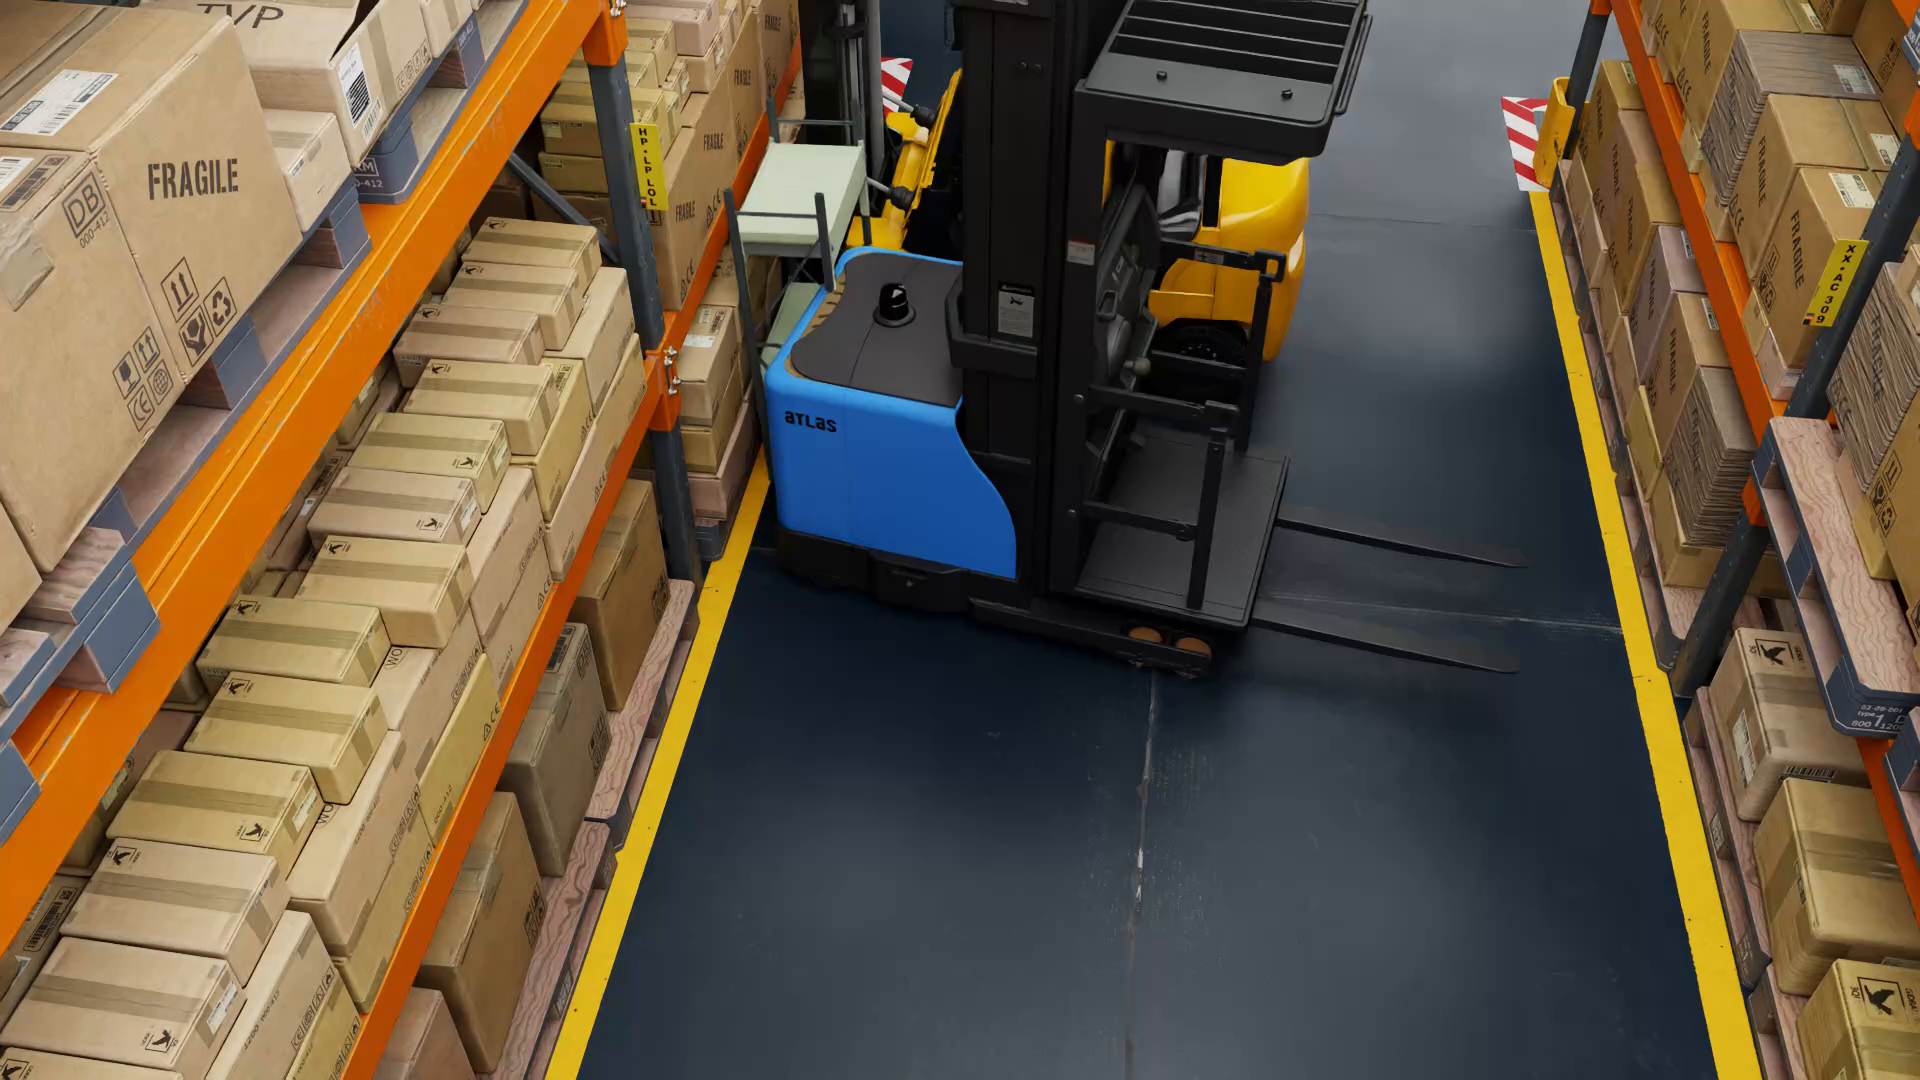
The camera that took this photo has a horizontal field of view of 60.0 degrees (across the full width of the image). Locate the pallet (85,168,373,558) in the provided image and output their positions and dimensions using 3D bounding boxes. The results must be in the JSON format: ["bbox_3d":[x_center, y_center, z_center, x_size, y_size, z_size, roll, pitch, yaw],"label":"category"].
[{"bbox_3d":[-1.972,-0.435,3.484,1.003,0.211,1.213,7,44,7],"label":"pallet"}]

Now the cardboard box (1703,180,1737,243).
[{"bbox_3d":[3.203,-1.307,6.632,0.380,0.149,0.250,5,44,5],"label":"cardboard box"}]

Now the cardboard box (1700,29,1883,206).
[{"bbox_3d":[3.269,-1.634,6.505,0.500,0.500,0.500,6,44,7],"label":"cardboard box"}]

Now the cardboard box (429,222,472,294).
[{"bbox_3d":[-1.848,-0.959,5.537,0.380,0.149,0.250,4,44,5],"label":"cardboard box"}]

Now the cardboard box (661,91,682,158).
[{"bbox_3d":[-1.254,-1.549,6.160,0.380,0.149,0.250,6,44,6],"label":"cardboard box"}]

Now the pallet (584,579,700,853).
[{"bbox_3d":[-1.648,0.611,6.451,1.003,0.211,1.213,5,44,6],"label":"pallet"}]

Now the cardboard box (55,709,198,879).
[{"bbox_3d":[-2.199,0.670,4.106,0.500,0.250,0.500,5,44,5],"label":"cardboard box"}]

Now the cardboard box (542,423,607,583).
[{"bbox_3d":[-1.458,-0.143,5.328,0.500,0.250,0.500,5,44,5],"label":"cardboard box"}]

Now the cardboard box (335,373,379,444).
[{"bbox_3d":[-1.983,-0.435,4.983,0.380,0.149,0.250,5,44,5],"label":"cardboard box"}]

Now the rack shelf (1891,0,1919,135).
[{"bbox_3d":[3.596,-2.650,6.209,1.077,0.370,4.000,5,44,6],"label":"rack shelf"}]

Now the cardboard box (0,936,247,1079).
[{"bbox_3d":[-1.741,0.997,3.471,0.380,0.149,0.250,6,44,7],"label":"cardboard box"}]

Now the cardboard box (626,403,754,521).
[{"bbox_3d":[-1.197,-0.361,7.144,0.500,0.250,0.500,6,44,6],"label":"cardboard box"}]

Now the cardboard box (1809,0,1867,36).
[{"bbox_3d":[3.766,-2.296,6.477,0.700,0.500,0.500,5,44,5],"label":"cardboard box"}]

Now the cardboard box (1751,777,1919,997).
[{"bbox_3d":[3.173,1.191,5.417,0.950,0.372,0.625,8,44,8],"label":"cardboard box"}]

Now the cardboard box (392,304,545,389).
[{"bbox_3d":[-1.515,-0.587,5.144,0.380,0.149,0.250,5,44,5],"label":"cardboard box"}]

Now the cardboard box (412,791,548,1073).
[{"bbox_3d":[-1.855,1.200,5.223,0.875,0.625,0.625,4,44,4],"label":"cardboard box"}]

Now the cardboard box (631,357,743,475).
[{"bbox_3d":[-1.219,-0.545,6.974,0.500,0.250,0.500,5,44,5],"label":"cardboard box"}]

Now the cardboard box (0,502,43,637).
[{"bbox_3d":[-1.781,0.033,2.401,0.500,0.500,0.500,6,44,6],"label":"cardboard box"}]

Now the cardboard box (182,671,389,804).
[{"bbox_3d":[-1.624,0.476,4.021,0.380,0.149,0.250,6,44,6],"label":"cardboard box"}]

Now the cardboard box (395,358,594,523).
[{"bbox_3d":[-1.462,-0.325,5.158,0.500,0.250,0.500,4,44,4],"label":"cardboard box"}]

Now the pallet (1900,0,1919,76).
[{"bbox_3d":[3.144,-1.069,4.152,1.213,0.211,1.003,5,44,6],"label":"pallet"}]

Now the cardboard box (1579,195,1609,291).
[{"bbox_3d":[3.404,-1.467,8.312,0.500,0.250,0.500,7,44,7],"label":"cardboard box"}]

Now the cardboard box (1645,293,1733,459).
[{"bbox_3d":[3.209,-0.660,6.914,0.500,0.500,0.500,6,44,6],"label":"cardboard box"}]

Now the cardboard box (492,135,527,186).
[{"bbox_3d":[-1.801,-1.422,6.026,0.380,0.149,0.250,5,44,5],"label":"cardboard box"}]

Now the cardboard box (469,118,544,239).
[{"bbox_3d":[-1.798,-1.275,6.342,0.500,0.500,0.500,5,44,5],"label":"cardboard box"}]

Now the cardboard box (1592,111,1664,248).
[{"bbox_3d":[3.412,-1.714,8.027,0.500,0.500,0.500,4,44,4],"label":"cardboard box"}]

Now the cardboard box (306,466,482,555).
[{"bbox_3d":[-1.554,-0.053,4.580,0.380,0.149,0.250,6,44,6],"label":"cardboard box"}]

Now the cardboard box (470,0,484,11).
[{"bbox_3d":[-1.443,-1.638,4.303,0.500,0.311,0.500,4,44,4],"label":"cardboard box"}]

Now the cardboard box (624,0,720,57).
[{"bbox_3d":[-1.147,-2.005,6.425,0.380,0.149,0.250,6,44,6],"label":"cardboard box"}]

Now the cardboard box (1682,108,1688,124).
[{"bbox_3d":[3.356,-1.824,7.177,0.380,0.149,0.250,4,44,4],"label":"cardboard box"}]

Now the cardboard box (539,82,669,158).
[{"bbox_3d":[-1.253,-1.478,5.868,0.380,0.149,0.250,6,44,6],"label":"cardboard box"}]

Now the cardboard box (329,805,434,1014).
[{"bbox_3d":[-1.685,0.899,4.228,0.500,0.250,0.500,4,44,4],"label":"cardboard box"}]

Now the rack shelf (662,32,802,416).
[{"bbox_3d":[-1.325,-2.009,7.714,1.077,0.370,4.000,5,44,6],"label":"rack shelf"}]

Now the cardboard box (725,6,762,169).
[{"bbox_3d":[-1.154,-1.924,7.028,0.500,0.500,0.500,5,44,5],"label":"cardboard box"}]

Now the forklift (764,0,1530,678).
[{"bbox_3d":[0.804,-0.924,6.094,3.031,2.935,1.130,12,45,13],"label":"forklift"}]

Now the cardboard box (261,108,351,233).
[{"bbox_3d":[-1.536,-0.792,3.527,0.380,0.149,0.250,5,44,5],"label":"cardboard box"}]

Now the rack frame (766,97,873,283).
[{"bbox_3d":[-0.591,-1.311,7.528,0.400,1.500,0.023,4,44,8],"label":"rack frame"}]

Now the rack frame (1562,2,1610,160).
[{"bbox_3d":[3.860,-3.185,8.432,1.000,3.000,0.127,5,44,6],"label":"rack frame"}]

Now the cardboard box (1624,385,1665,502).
[{"bbox_3d":[3.203,-0.404,7.190,0.500,0.250,0.500,4,44,4],"label":"cardboard box"}]

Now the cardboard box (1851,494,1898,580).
[{"bbox_3d":[2.903,-0.003,4.949,0.380,0.149,0.250,6,44,6],"label":"cardboard box"}]

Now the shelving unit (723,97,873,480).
[{"bbox_3d":[-0.644,-1.061,7.265,0.431,1.500,0.755,4,44,8],"label":"shelving unit"}]

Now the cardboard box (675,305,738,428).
[{"bbox_3d":[-1.214,-0.726,6.802,0.500,0.250,0.500,5,44,5],"label":"cardboard box"}]

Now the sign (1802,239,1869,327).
[{"bbox_3d":[2.792,-0.817,5.302,0.100,0.325,0.005,5,44,6],"label":"sign"}]

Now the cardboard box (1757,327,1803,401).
[{"bbox_3d":[3.072,-0.614,5.900,0.380,0.149,0.250,5,44,5],"label":"cardboard box"}]

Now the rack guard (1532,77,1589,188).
[{"bbox_3d":[3.850,-2.225,9.237,1.175,0.500,0.348,5,44,6],"label":"rack guard"}]

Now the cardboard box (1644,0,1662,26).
[{"bbox_3d":[3.457,-2.678,7.608,0.500,0.500,0.500,6,44,7],"label":"cardboard box"}]

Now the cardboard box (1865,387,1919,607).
[{"bbox_3d":[2.919,-0.121,4.601,0.500,0.500,0.500,5,44,6],"label":"cardboard box"}]

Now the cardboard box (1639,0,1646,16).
[{"bbox_3d":[3.475,-2.534,7.928,0.380,0.149,0.250,4,44,4],"label":"cardboard box"}]

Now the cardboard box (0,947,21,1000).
[{"bbox_3d":[-2.257,0.947,3.524,0.380,0.149,0.250,5,44,5],"label":"cardboard box"}]

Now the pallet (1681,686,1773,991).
[{"bbox_3d":[3.230,1.084,5.951,1.003,0.211,1.213,5,44,6],"label":"pallet"}]

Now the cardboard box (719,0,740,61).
[{"bbox_3d":[-1.105,-2.069,6.709,0.380,0.149,0.250,5,44,5],"label":"cardboard box"}]

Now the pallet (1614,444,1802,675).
[{"bbox_3d":[3.385,0.093,6.999,1.003,0.211,1.213,5,44,6],"label":"pallet"}]

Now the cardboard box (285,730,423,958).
[{"bbox_3d":[-1.663,0.715,4.059,0.500,0.250,0.500,4,44,4],"label":"cardboard box"}]

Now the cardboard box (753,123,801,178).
[{"bbox_3d":[-1.005,-1.771,7.905,0.500,0.250,0.500,4,44,5],"label":"cardboard box"}]

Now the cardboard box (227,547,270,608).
[{"bbox_3d":[-2.096,0.075,4.444,0.380,0.149,0.250,6,44,6],"label":"cardboard box"}]

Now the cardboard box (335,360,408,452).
[{"bbox_3d":[-1.987,-0.370,5.205,0.500,0.250,0.500,5,44,5],"label":"cardboard box"}]
